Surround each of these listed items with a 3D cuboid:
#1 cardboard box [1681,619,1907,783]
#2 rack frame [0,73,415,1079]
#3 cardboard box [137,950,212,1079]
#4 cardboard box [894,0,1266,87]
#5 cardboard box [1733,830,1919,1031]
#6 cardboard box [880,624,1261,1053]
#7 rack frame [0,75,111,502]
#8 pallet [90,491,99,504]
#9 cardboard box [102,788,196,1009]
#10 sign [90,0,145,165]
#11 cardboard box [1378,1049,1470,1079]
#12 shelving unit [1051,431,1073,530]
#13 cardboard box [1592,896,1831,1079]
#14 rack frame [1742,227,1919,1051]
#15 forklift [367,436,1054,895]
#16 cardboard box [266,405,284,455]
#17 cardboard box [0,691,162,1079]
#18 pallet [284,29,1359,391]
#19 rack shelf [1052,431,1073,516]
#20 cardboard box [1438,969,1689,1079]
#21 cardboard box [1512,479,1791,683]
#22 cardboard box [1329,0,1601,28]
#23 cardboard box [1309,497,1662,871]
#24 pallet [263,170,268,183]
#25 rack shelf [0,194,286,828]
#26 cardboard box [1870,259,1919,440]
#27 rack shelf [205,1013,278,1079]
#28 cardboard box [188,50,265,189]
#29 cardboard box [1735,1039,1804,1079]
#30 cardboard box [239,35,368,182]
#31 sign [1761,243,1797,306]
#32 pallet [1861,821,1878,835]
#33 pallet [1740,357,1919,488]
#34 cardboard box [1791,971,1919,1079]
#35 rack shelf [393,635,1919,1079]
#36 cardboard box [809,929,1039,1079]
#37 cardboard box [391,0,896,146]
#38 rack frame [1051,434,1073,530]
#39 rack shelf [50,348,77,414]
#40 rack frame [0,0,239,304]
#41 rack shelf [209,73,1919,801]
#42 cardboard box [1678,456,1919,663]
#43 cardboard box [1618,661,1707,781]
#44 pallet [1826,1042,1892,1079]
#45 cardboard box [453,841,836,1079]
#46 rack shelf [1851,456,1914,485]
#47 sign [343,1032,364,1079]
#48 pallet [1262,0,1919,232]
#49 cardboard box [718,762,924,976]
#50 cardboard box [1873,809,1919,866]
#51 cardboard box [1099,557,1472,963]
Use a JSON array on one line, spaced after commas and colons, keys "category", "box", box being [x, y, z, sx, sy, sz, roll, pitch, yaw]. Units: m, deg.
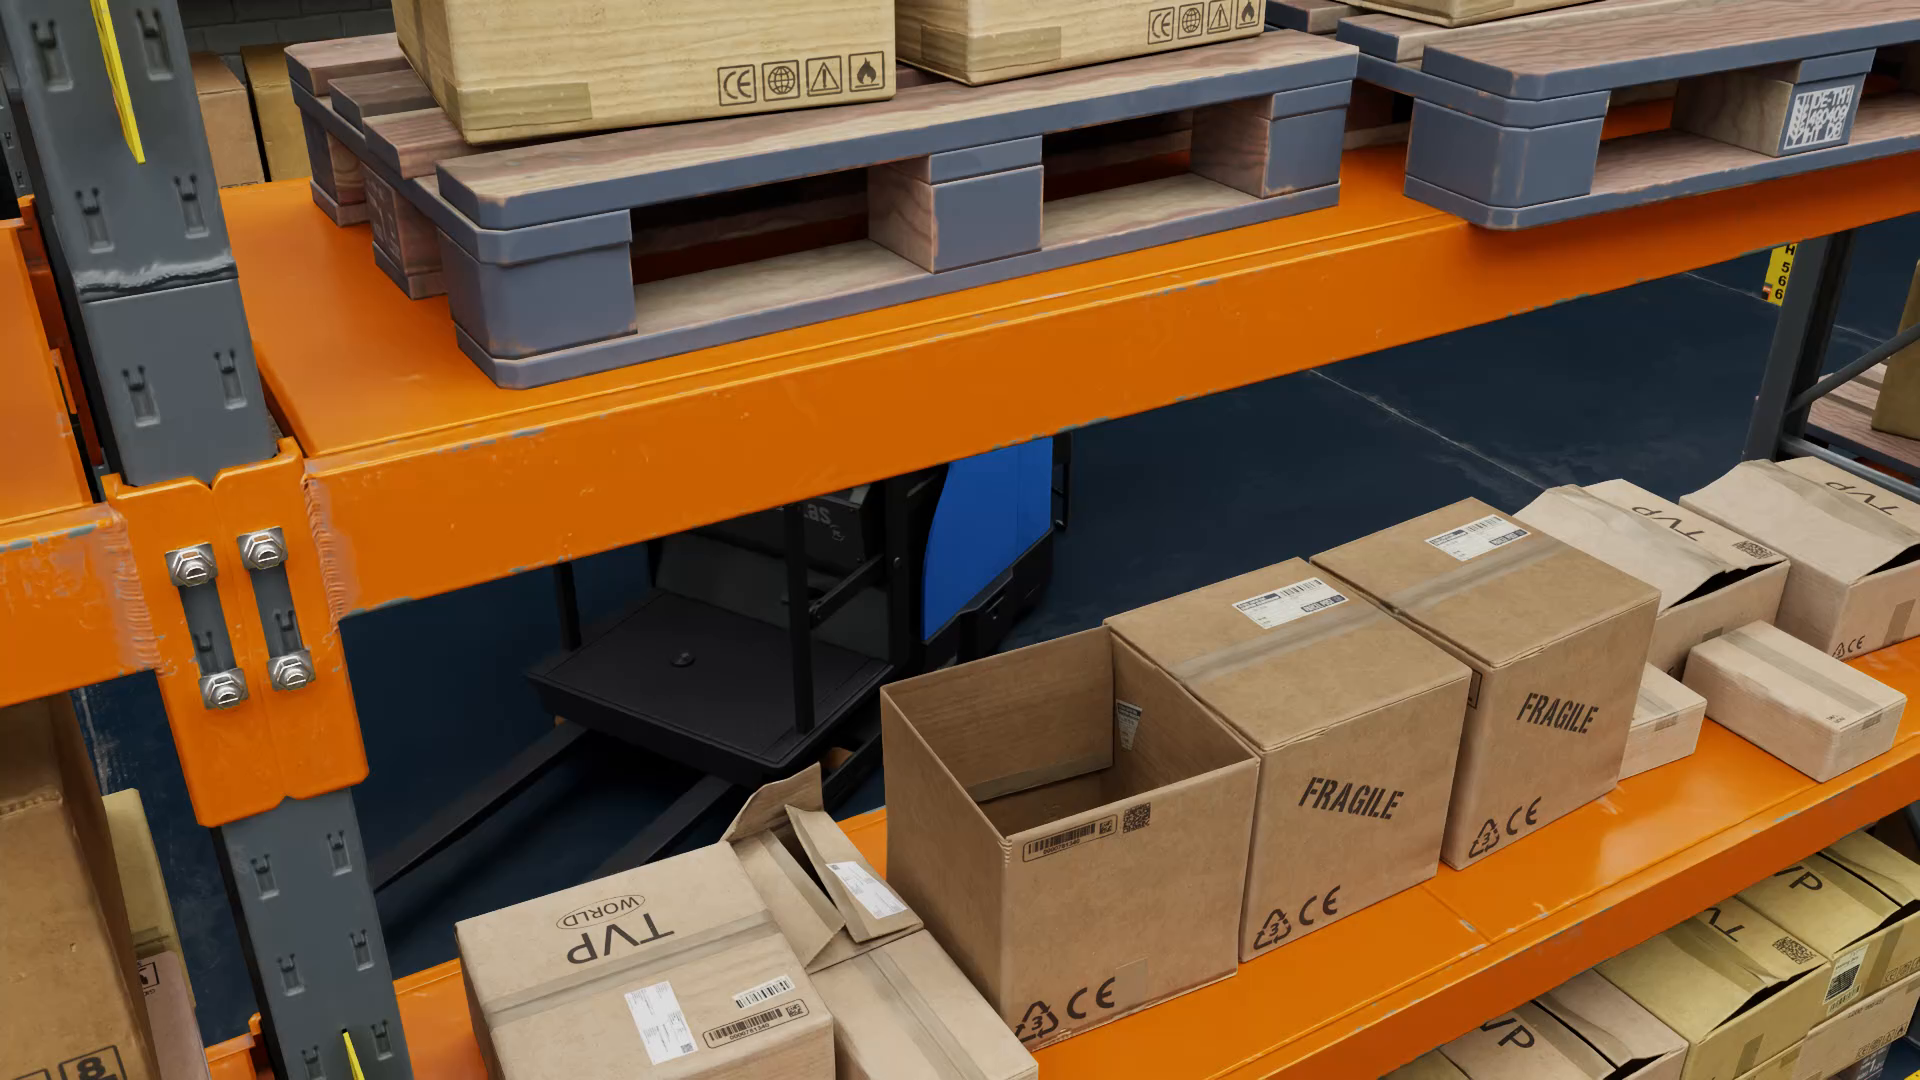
[{"category": "cardboard box", "box": [1.874, 0.357, 3.759, 0.250, 0.149, 0.380, -16, 33, -26]}, {"category": "rack frame", "box": [-0.940, 0.891, 2.532, 0.127, 3.000, 1.000, -16, 33, -26]}, {"category": "cardboard box", "box": [-1.066, 0.719, 2.068, 0.250, 0.149, 0.380, -16, 33, -26]}, {"category": "cardboard box", "box": [0.069, -0.823, 2.253, 0.500, 0.250, 0.500, -19, 34, -31]}, {"category": "cardboard box", "box": [2.182, 0.917, 4.315, 0.500, 0.311, 0.500, -15, 32, -25]}, {"category": "cardboard box", "box": [0.185, 0.537, 3.070, 0.500, 0.500, 0.500, -13, 32, -23]}, {"category": "rack frame", "box": [-3.453, -1.172, 6.269, 0.127, 3.000, 1.000, -16, 33, -26]}, {"category": "pallet", "box": [-4.014, 0.228, 6.619, 1.213, 0.211, 1.003, -16, 33, -26]}, {"category": "cardboard box", "box": [-1.269, 0.548, 2.378, 0.250, 0.149, 0.380, -16, 33, -26]}, {"category": "sign", "box": [-0.657, -0.453, 1.245, 0.005, 0.325, 0.100, -16, 33, -26]}, {"category": "cardboard box", "box": [0.868, 1.291, 3.637, 0.500, 0.311, 0.500, -15, 32, -25]}, {"category": "shelving unit", "box": [0.164, -0.983, 6.858, 0.503, 2.100, 0.431, -17, 33, -28]}, {"category": "cardboard box", "box": [1.737, 1.047, 4.080, 0.500, 0.311, 0.500, -16, 33, -27]}, {"category": "rack frame", "box": [2.509, -0.089, 4.306, 0.127, 3.000, 1.000, -16, 33, -26]}, {"category": "forklift", "box": [-0.796, -0.583, 5.273, 1.130, 2.935, 3.031, 16, 33, 26]}, {"category": "cardboard box", "box": [-2.826, -0.457, 7.106, 0.500, 0.500, 0.700, -15, 32, -25]}, {"category": "cardboard box", "box": [-1.319, 0.390, 1.992, 0.500, 0.500, 0.700, -16, 33, -26]}, {"category": "pallet", "box": [-0.186, -0.560, 2.254, 1.217, 0.209, 0.805, -17, 33, -28]}, {"category": "rack shelf", "box": [0.164, -0.358, 7.203, 0.480, 0.518, 0.431, -17, 33, -28]}, {"category": "cardboard box", "box": [1.301, 1.169, 3.858, 0.500, 0.311, 0.500, -16, 33, -27]}, {"category": "cardboard box", "box": [1.640, 0.089, 4.077, 0.500, 0.311, 0.500, -16, 33, -27]}, {"category": "cardboard box", "box": [0.740, -0.983, 2.544, 0.500, 0.250, 0.500, -19, 34, -30]}, {"category": "cardboard box", "box": [1.071, 0.285, 3.525, 0.500, 0.500, 0.500, -18, 34, -29]}, {"category": "pallet", "box": [-2.720, -1.215, 6.545, 1.213, 0.211, 1.003, -16, 33, -26]}, {"category": "rack shelf", "box": [-2.664, 0.382, 1.094, 4.000, 0.370, 1.077, -16, 33, -26]}, {"category": "cardboard box", "box": [2.995, -0.517, 4.545, 0.700, 0.500, 0.500, 22, 36, 34]}, {"category": "rack shelf", "box": [-2.664, 1.695, 1.818, 4.000, 0.370, 1.077, -16, 33, -26]}, {"category": "cardboard box", "box": [-2.996, -1.519, 6.339, 0.500, 0.500, 0.700, -16, 33, -26]}, {"category": "cardboard box", "box": [1.736, 1.290, 4.220, 0.500, 0.250, 0.500, -16, 33, -27]}, {"category": "cardboard box", "box": [-2.511, -1.653, 6.581, 0.500, 0.500, 0.700, -12, 31, -21]}, {"category": "sign", "box": [2.226, -0.785, 4.451, 0.005, 0.325, 0.100, -16, 33, -26]}, {"category": "pallet", "box": [3.172, 0.965, 5.282, 1.213, 0.211, 1.003, -16, 33, -26]}, {"category": "pallet", "box": [3.058, -0.200, 4.706, 1.003, 0.211, 1.213, -16, 33, -26]}, {"category": "cardboard box", "box": [2.179, 1.162, 4.451, 0.500, 0.250, 0.500, -15, 32, -25]}, {"category": "rack shelf", "box": [0.785, 0.716, 3.593, 4.000, 0.370, 1.077, -16, 33, -26]}, {"category": "cardboard box", "box": [-0.072, 0.869, 2.831, 0.250, 0.149, 0.380, -16, 33, -26]}, {"category": "cardboard box", "box": [-0.404, -0.688, 2.008, 0.500, 0.250, 0.500, -12, 31, -21]}, {"category": "rack frame", "box": [0.372, -1.045, 6.971, 0.015, 2.100, 0.400, -17, 33, -28]}, {"category": "rack shelf", "box": [-5.177, -0.368, 5.556, 4.000, 0.370, 1.077, -16, 33, -26]}, {"category": "rack frame", "box": [-0.940, -1.736, 1.082, 0.127, 3.000, 1.000, -16, 33, -26]}, {"category": "rack shelf", "box": [0.785, -0.597, 2.868, 4.000, 0.370, 1.077, -16, 33, -26]}, {"category": "cardboard box", "box": [2.173, 0.021, 4.199, 0.500, 0.311, 0.500, -14, 32, -23]}, {"category": "cardboard box", "box": [1.438, 0.357, 3.758, 0.250, 0.149, 0.380, -13, 32, -23]}, {"category": "pallet", "box": [1.779, 1.318, 4.644, 1.213, 0.211, 1.003, -16, 33, -26]}, {"category": "cardboard box", "box": [-0.537, 0.818, 2.819, 0.500, 0.250, 0.500, -14, 32, -23]}, {"category": "rack shelf", "box": [4.233, -0.263, 5.367, 4.000, 0.370, 1.077, -16, 33, -26]}, {"category": "sign", "box": [-0.657, 0.708, 1.885, 0.005, 0.325, 0.100, -16, 33, -26]}, {"category": "pallet", "box": [1.007, -0.841, 2.760, 1.213, 0.211, 1.003, -14, 32, -24]}, {"category": "cardboard box", "box": [-0.275, 0.658, 3.093, 0.258, 0.266, 0.396, -17, 33, -28]}, {"category": "cardboard box", "box": [3.046, 0.821, 4.790, 0.500, 0.500, 0.500, -14, 32, -24]}, {"category": "cardboard box", "box": [0.617, 0.414, 3.292, 0.500, 0.500, 0.500, -16, 33, -26]}]
